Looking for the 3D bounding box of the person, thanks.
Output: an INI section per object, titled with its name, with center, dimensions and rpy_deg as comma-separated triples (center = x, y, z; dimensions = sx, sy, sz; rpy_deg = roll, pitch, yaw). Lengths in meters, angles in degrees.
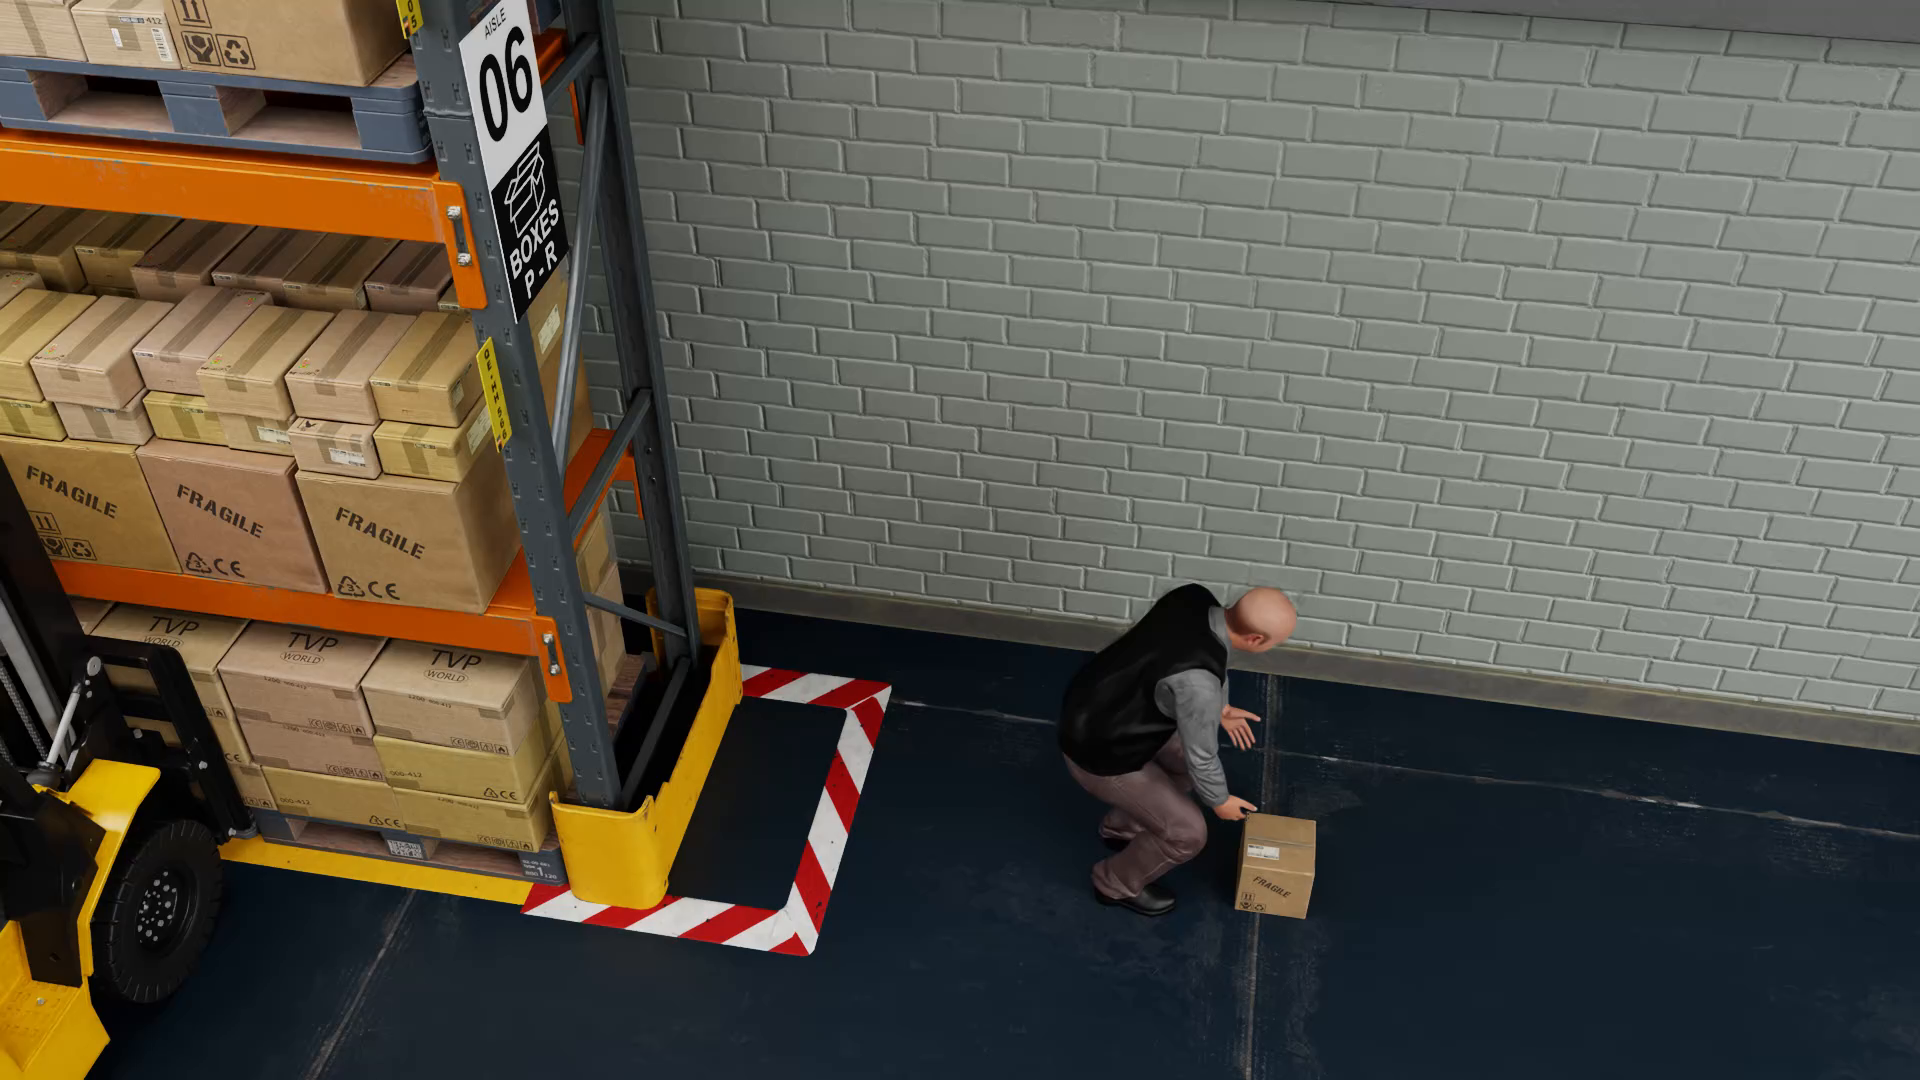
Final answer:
[person]
center = 0.702, 0.665, 5.663
dimensions = 0.727, 1.375, 0.591
rpy_deg = 7, 41, 8
